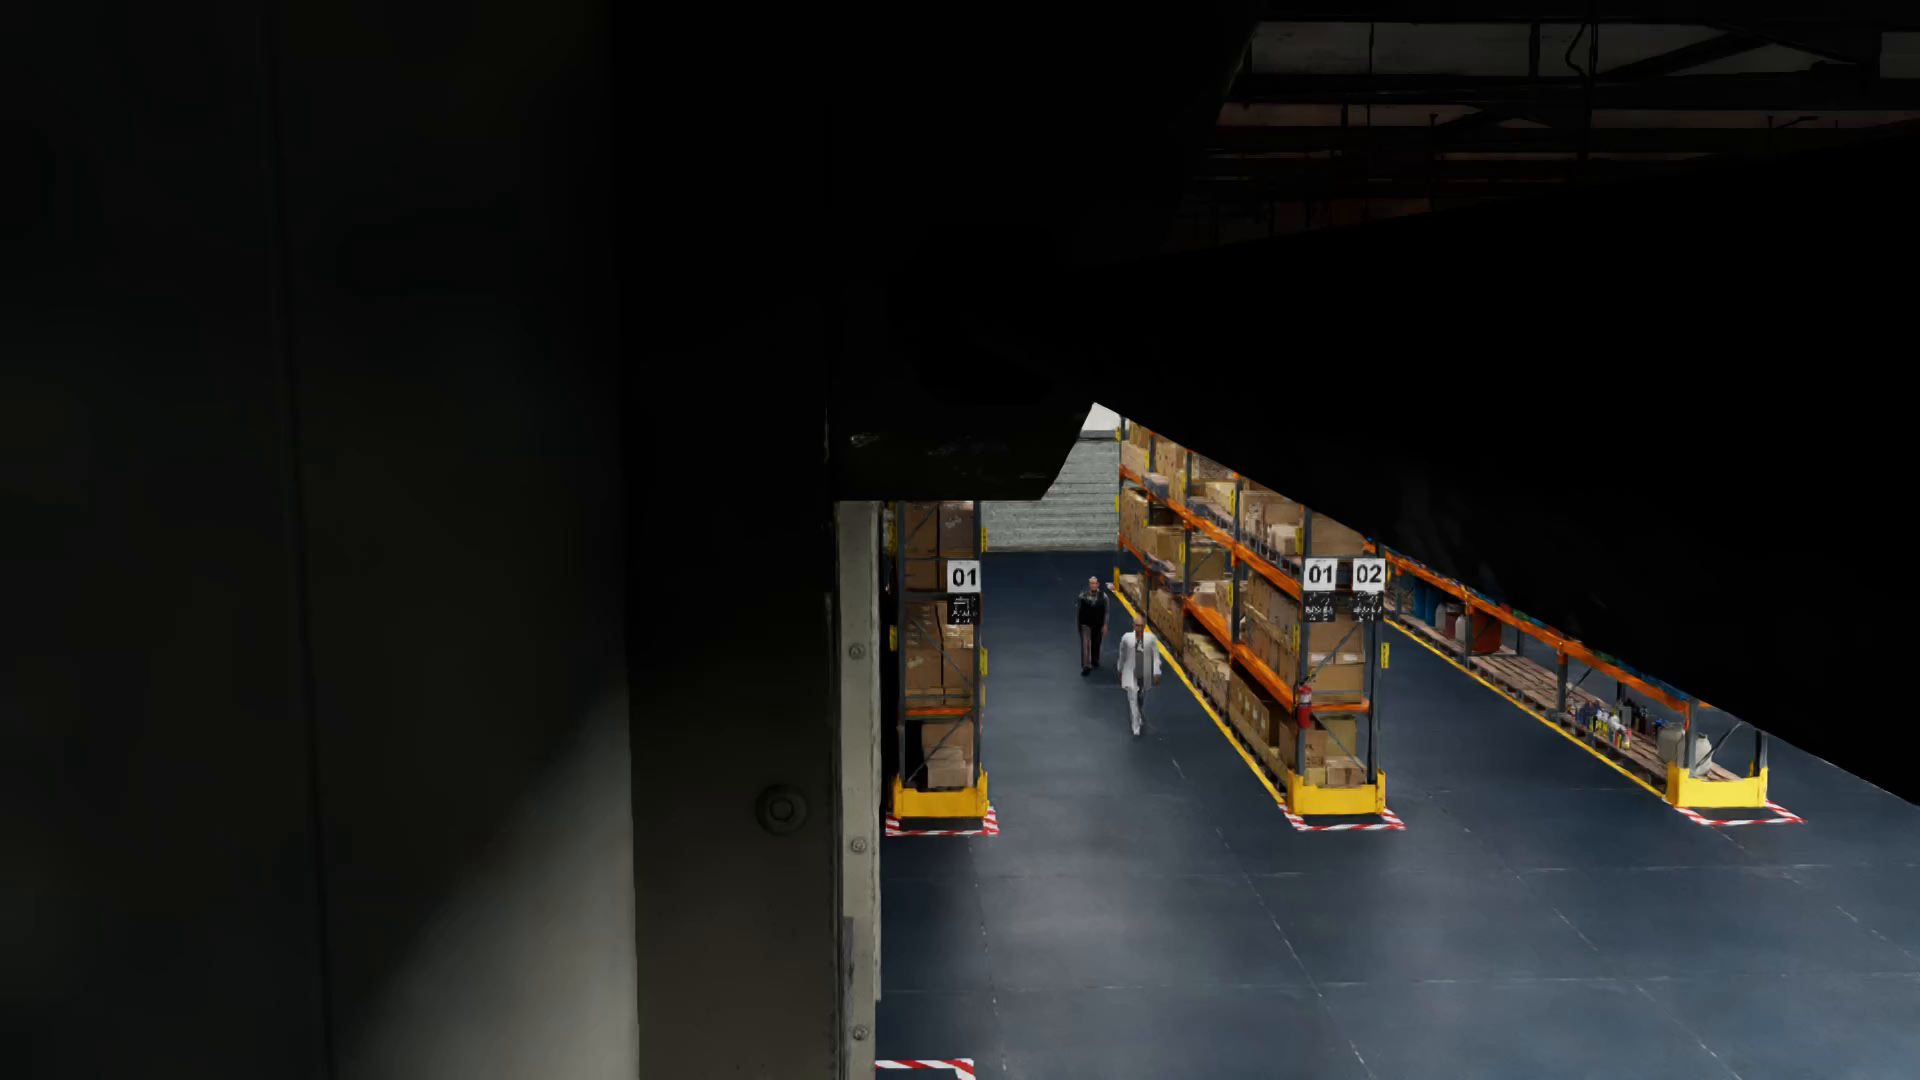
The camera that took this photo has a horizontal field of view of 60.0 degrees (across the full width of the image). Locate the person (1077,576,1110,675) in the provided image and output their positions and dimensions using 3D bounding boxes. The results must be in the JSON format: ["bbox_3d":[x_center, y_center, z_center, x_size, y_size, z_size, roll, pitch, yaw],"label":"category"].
[{"bbox_3d":[2.278,1.427,28.360,0.547,1.644,1.110,0,8,0],"label":"person"}]

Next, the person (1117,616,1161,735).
[{"bbox_3d":[2.639,1.962,24.480,0.600,1.725,1.111,-1,8,-4],"label":"person"}]
